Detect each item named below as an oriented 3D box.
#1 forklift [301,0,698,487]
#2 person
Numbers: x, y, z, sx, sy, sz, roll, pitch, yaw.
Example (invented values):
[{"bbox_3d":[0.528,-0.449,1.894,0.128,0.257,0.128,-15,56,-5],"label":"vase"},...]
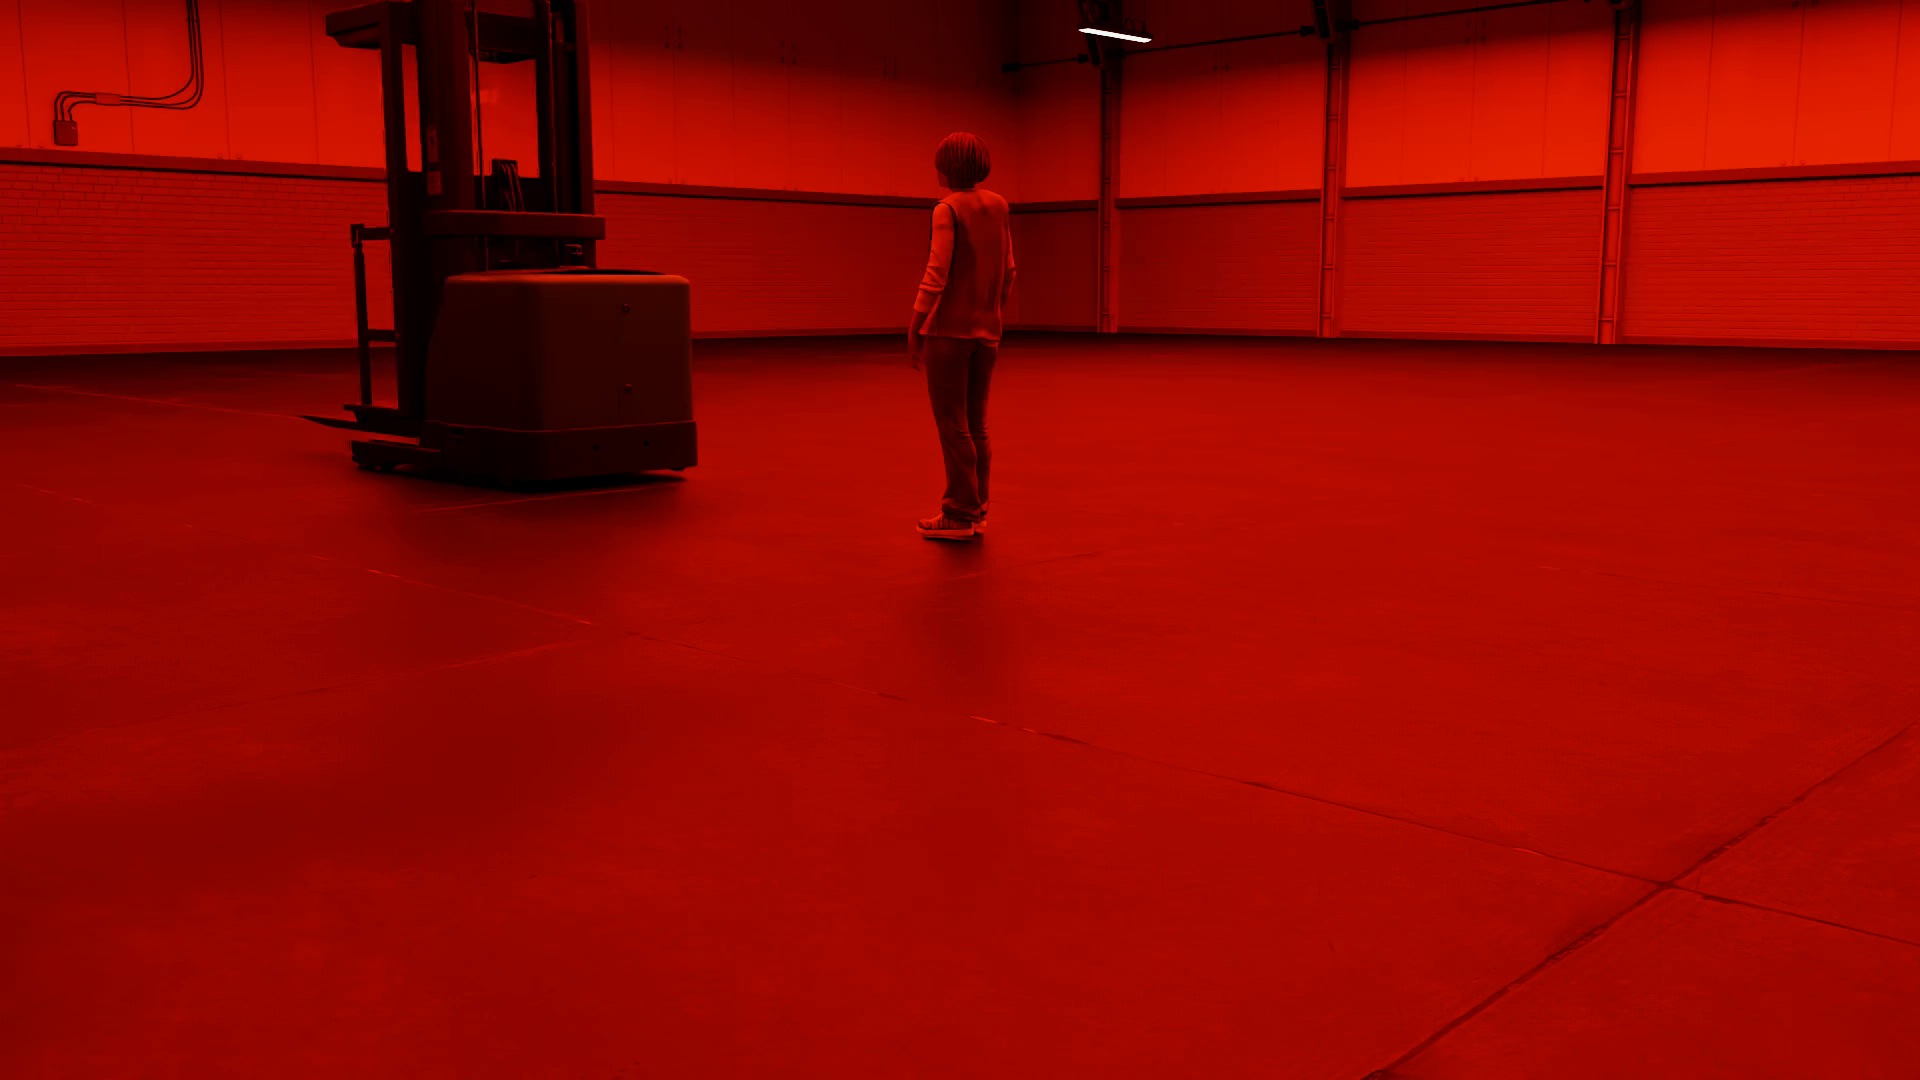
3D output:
[{"bbox_3d":[-2.801,-1.879,9.356,3.031,2.935,1.130,8,12,44],"label":"forklift"},{"bbox_3d":[-0.043,-0.806,6.658,0.475,1.597,0.520,8,12,43],"label":"person"}]
